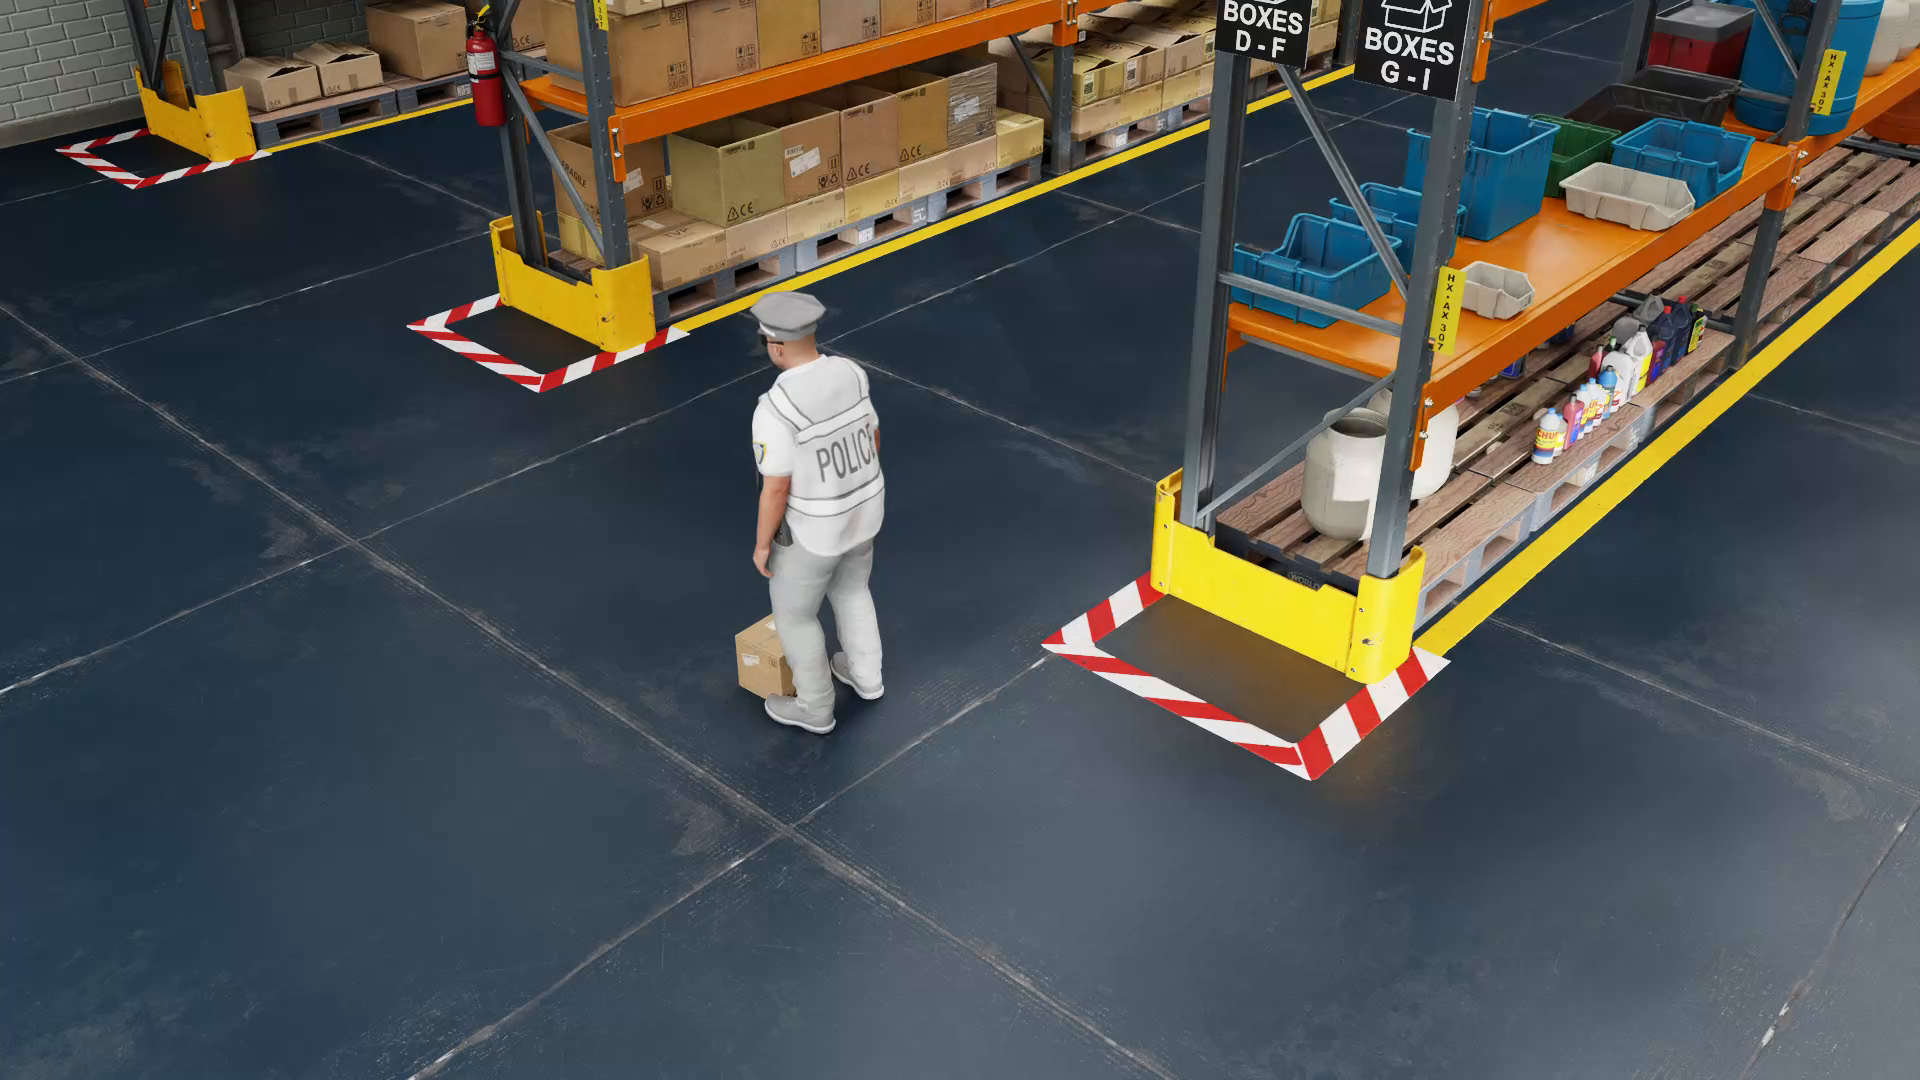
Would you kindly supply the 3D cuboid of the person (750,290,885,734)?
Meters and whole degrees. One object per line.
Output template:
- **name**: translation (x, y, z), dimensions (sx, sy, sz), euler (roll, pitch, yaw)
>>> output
- **person**: translation (-0.523, -0.070, 6.243), dimensions (0.434, 1.748, 0.588), euler (25, 39, 35)
